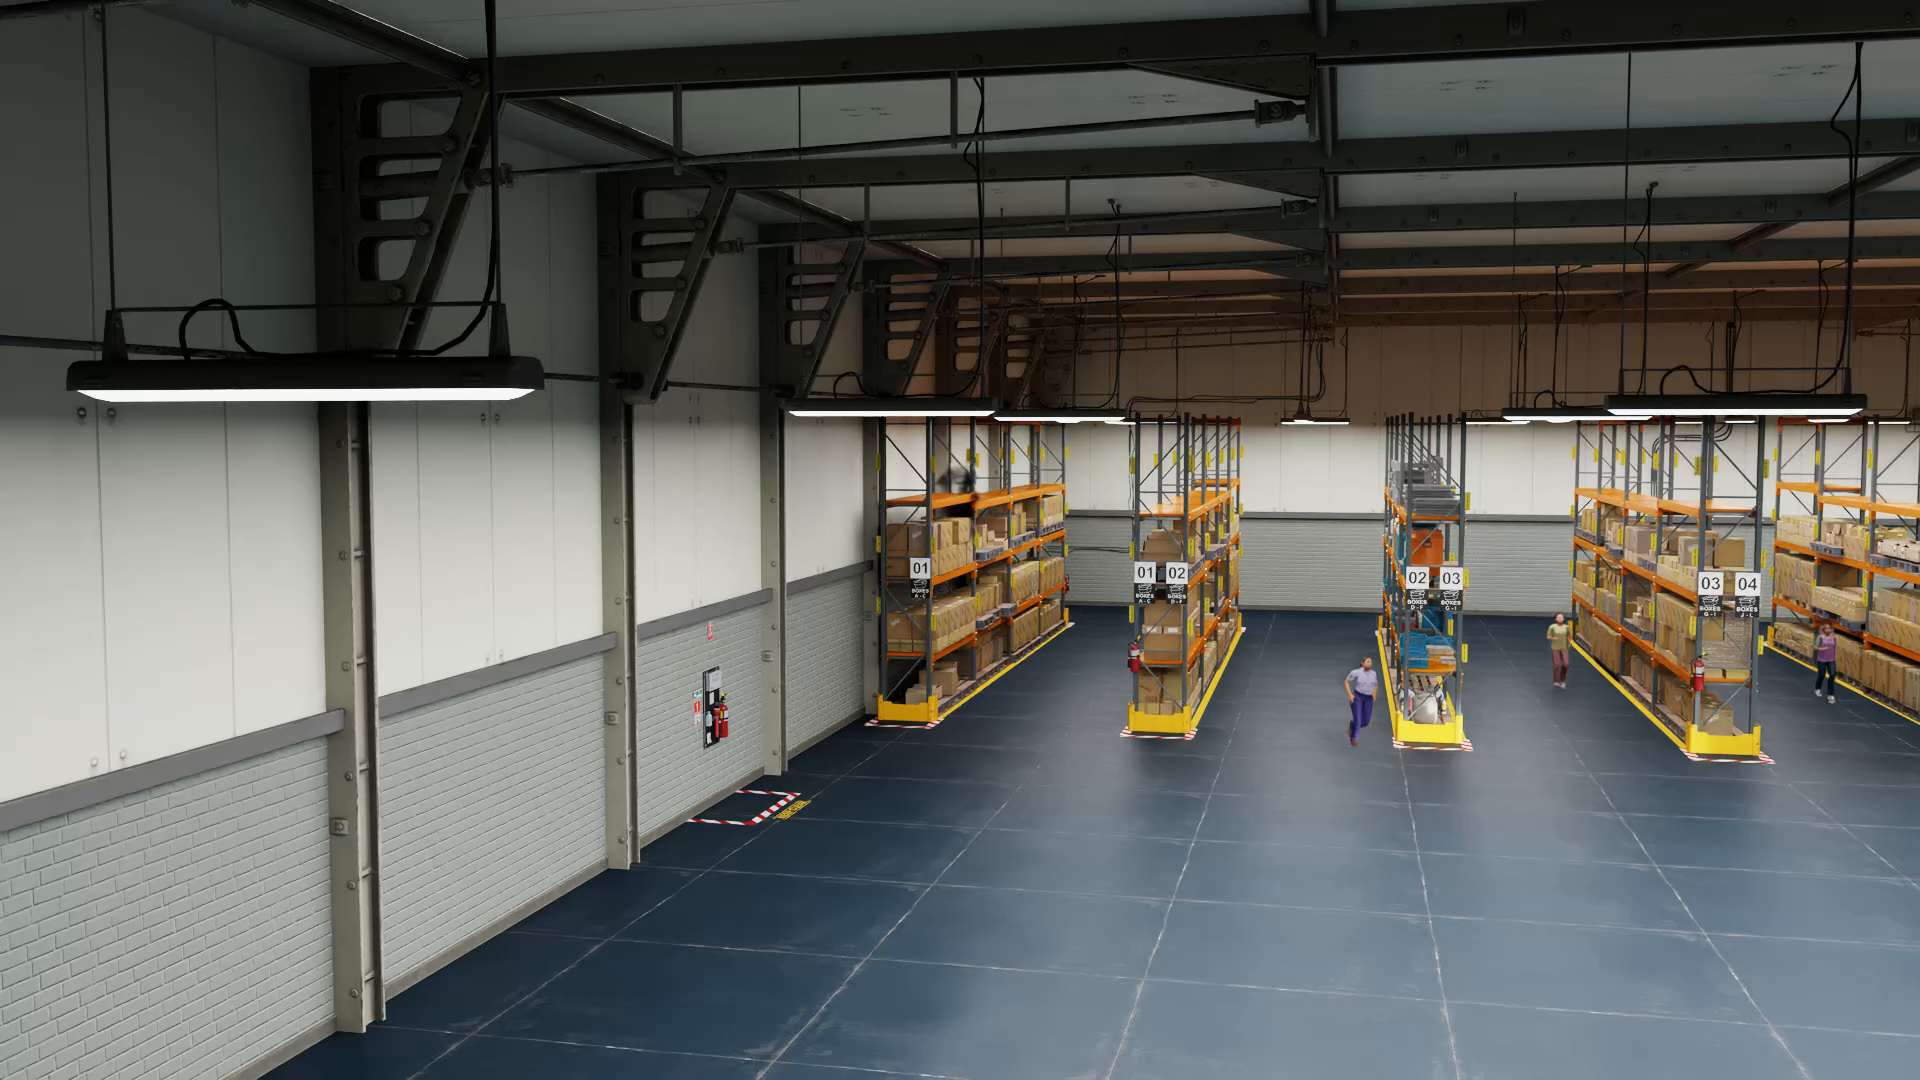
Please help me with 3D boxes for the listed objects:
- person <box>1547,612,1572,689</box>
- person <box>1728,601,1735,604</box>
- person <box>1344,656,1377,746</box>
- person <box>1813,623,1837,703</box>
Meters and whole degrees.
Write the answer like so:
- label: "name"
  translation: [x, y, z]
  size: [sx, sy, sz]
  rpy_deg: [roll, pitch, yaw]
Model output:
- label: "person"
  translation: [13.164, 2.427, 36.482]
  size: [0.561, 1.678, 0.620]
  rpy_deg: [1, 4, 10]
- label: "person"
  translation: [19.663, 2.035, 42.146]
  size: [0.589, 1.742, 0.728]
  rpy_deg: [1, 4, 19]
- label: "person"
  translation: [7.283, 2.914, 30.168]
  size: [0.654, 1.602, 0.585]
  rpy_deg: [-1, 4, -14]
- label: "person"
  translation: [18.109, 2.560, 34.768]
  size: [0.533, 1.588, 0.799]
  rpy_deg: [1, 4, 9]
